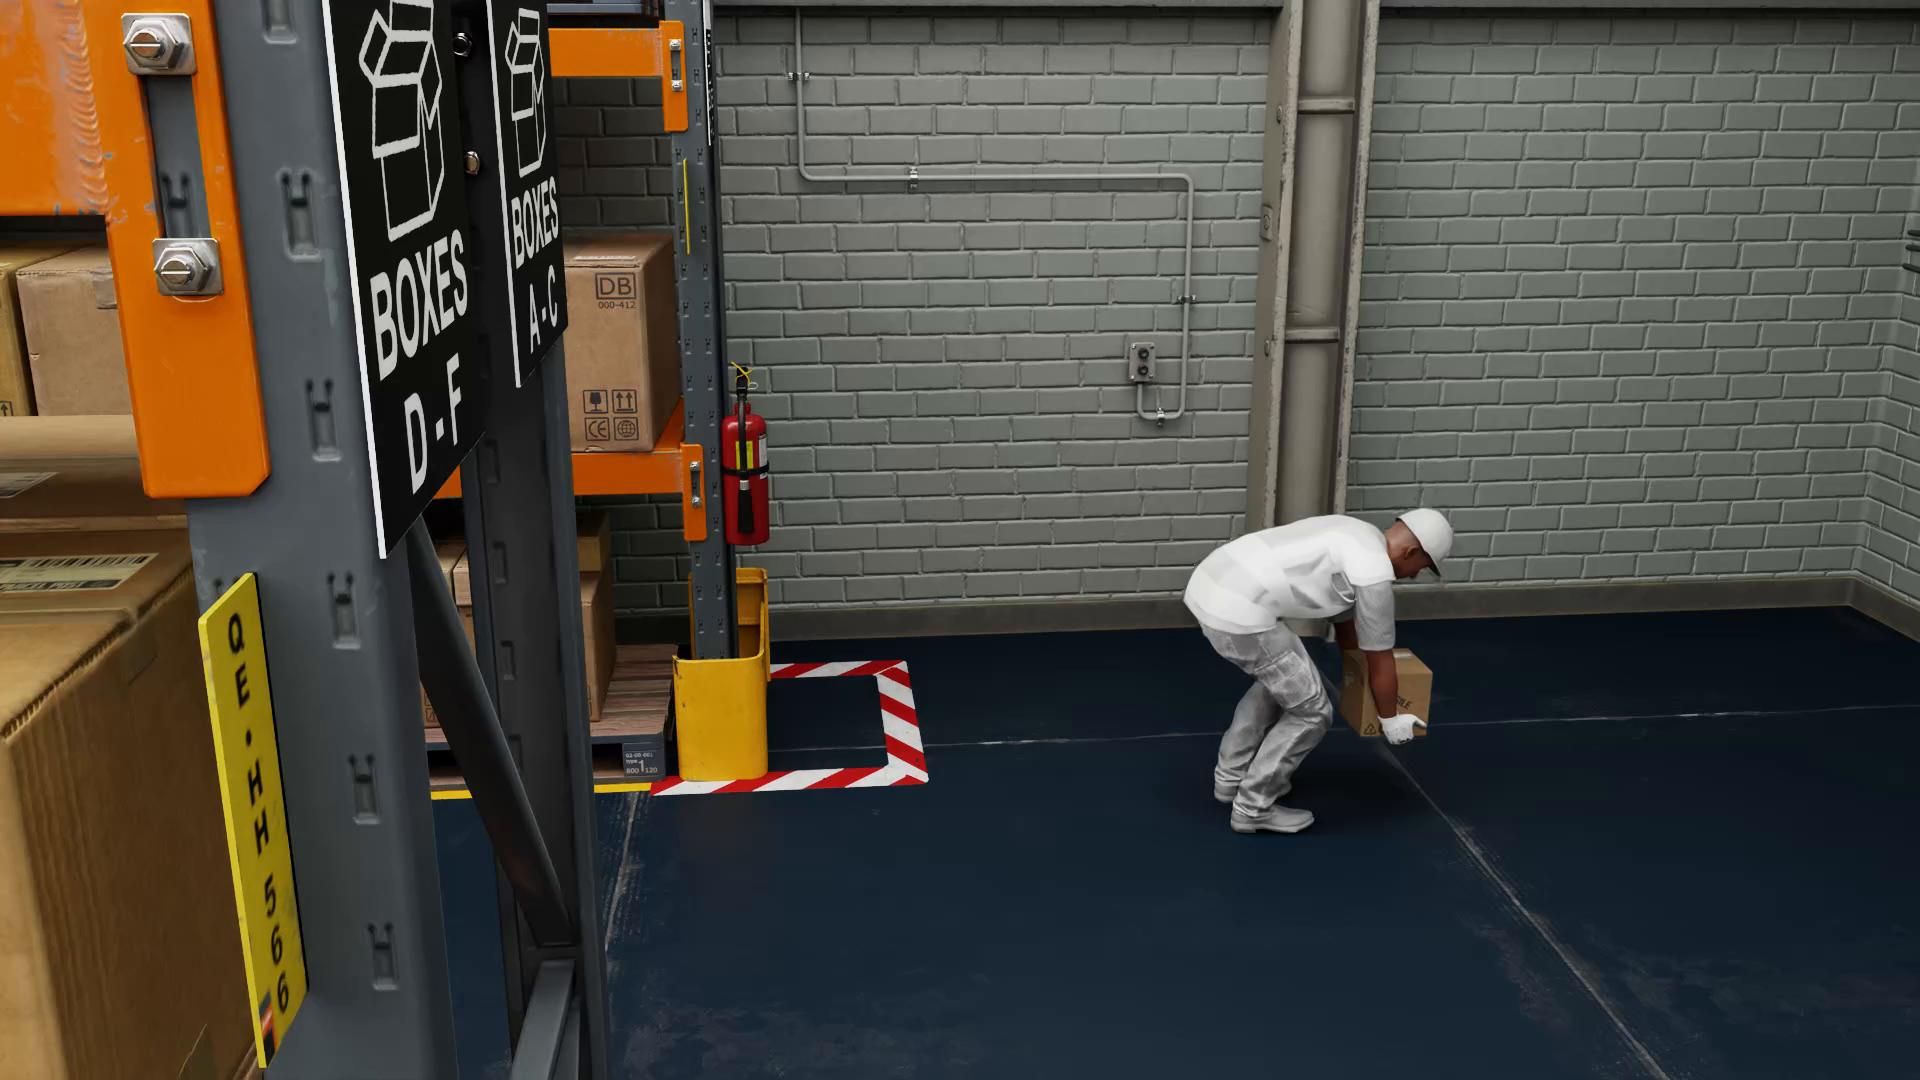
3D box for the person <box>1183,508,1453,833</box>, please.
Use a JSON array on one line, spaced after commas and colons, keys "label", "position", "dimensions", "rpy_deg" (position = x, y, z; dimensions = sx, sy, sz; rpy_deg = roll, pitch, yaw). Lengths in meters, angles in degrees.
[{"label": "person", "position": [1.301, 0.455, 6.086], "dimensions": [0.970, 1.146, 0.531], "rpy_deg": [-2, 17, -8]}]
